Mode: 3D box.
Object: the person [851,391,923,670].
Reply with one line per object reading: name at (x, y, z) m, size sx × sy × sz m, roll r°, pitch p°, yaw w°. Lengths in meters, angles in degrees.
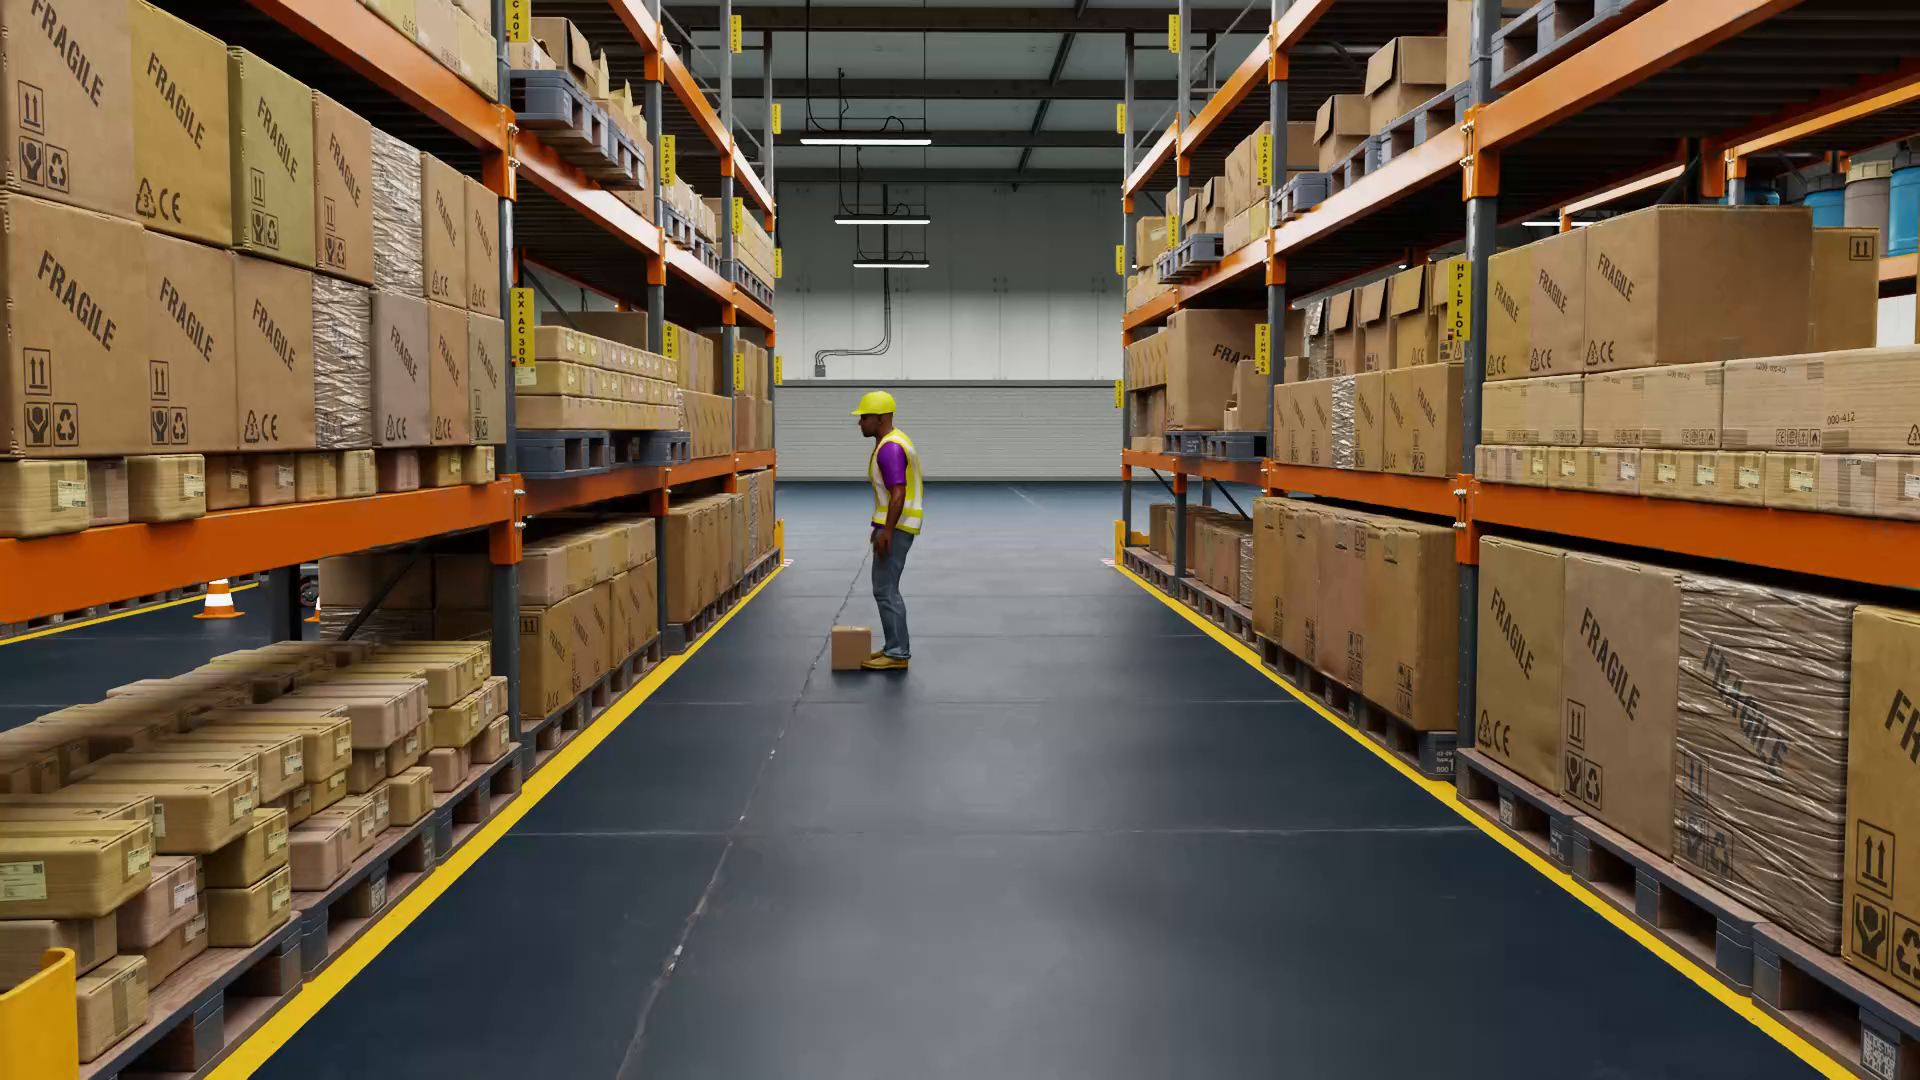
person at (-0.465, -0.064, 10.587) m, size 0.454 × 1.761 × 0.635 m, roll 0°, pitch 4°, yaw -4°
